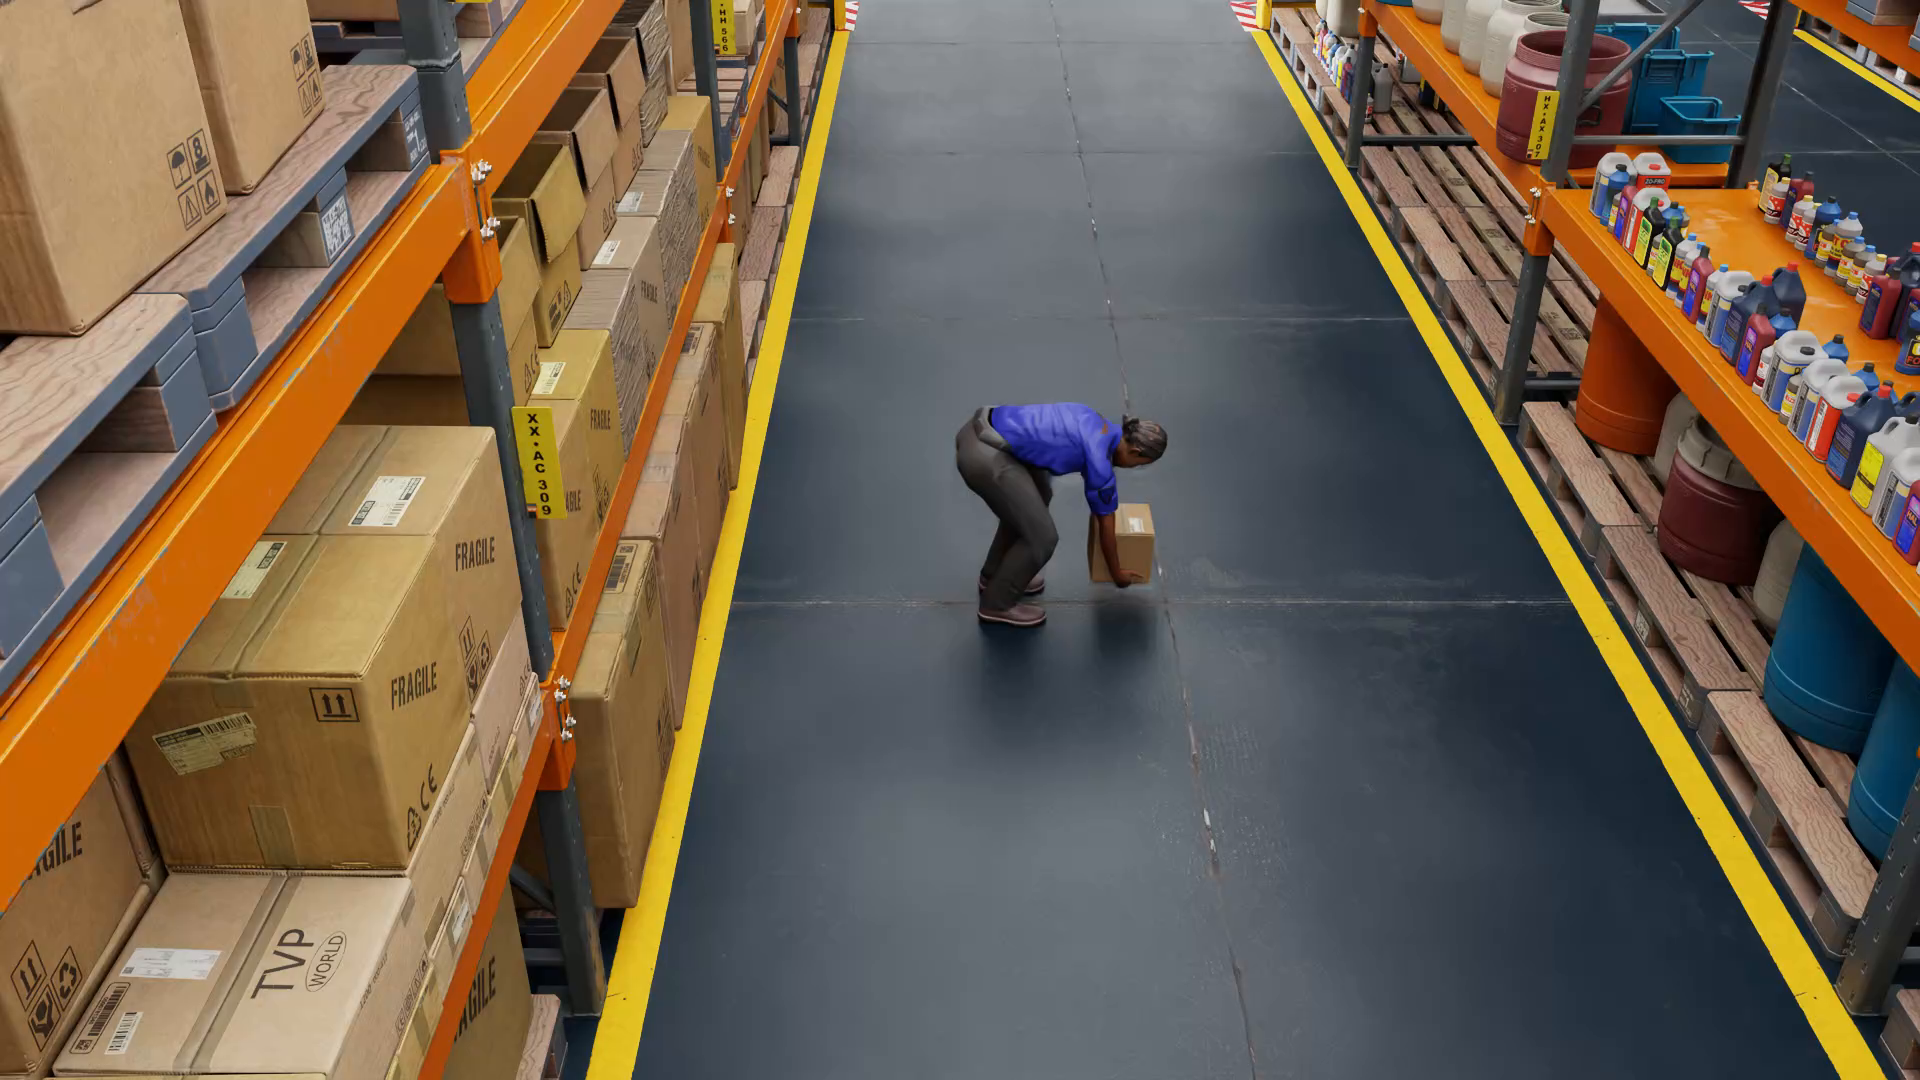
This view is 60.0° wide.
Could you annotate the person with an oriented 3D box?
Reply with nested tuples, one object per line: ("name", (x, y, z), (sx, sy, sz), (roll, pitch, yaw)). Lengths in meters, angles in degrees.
("person", (0.419, -0.128, 7.020), (0.876, 0.954, 0.445), (-1, 32, -1))
